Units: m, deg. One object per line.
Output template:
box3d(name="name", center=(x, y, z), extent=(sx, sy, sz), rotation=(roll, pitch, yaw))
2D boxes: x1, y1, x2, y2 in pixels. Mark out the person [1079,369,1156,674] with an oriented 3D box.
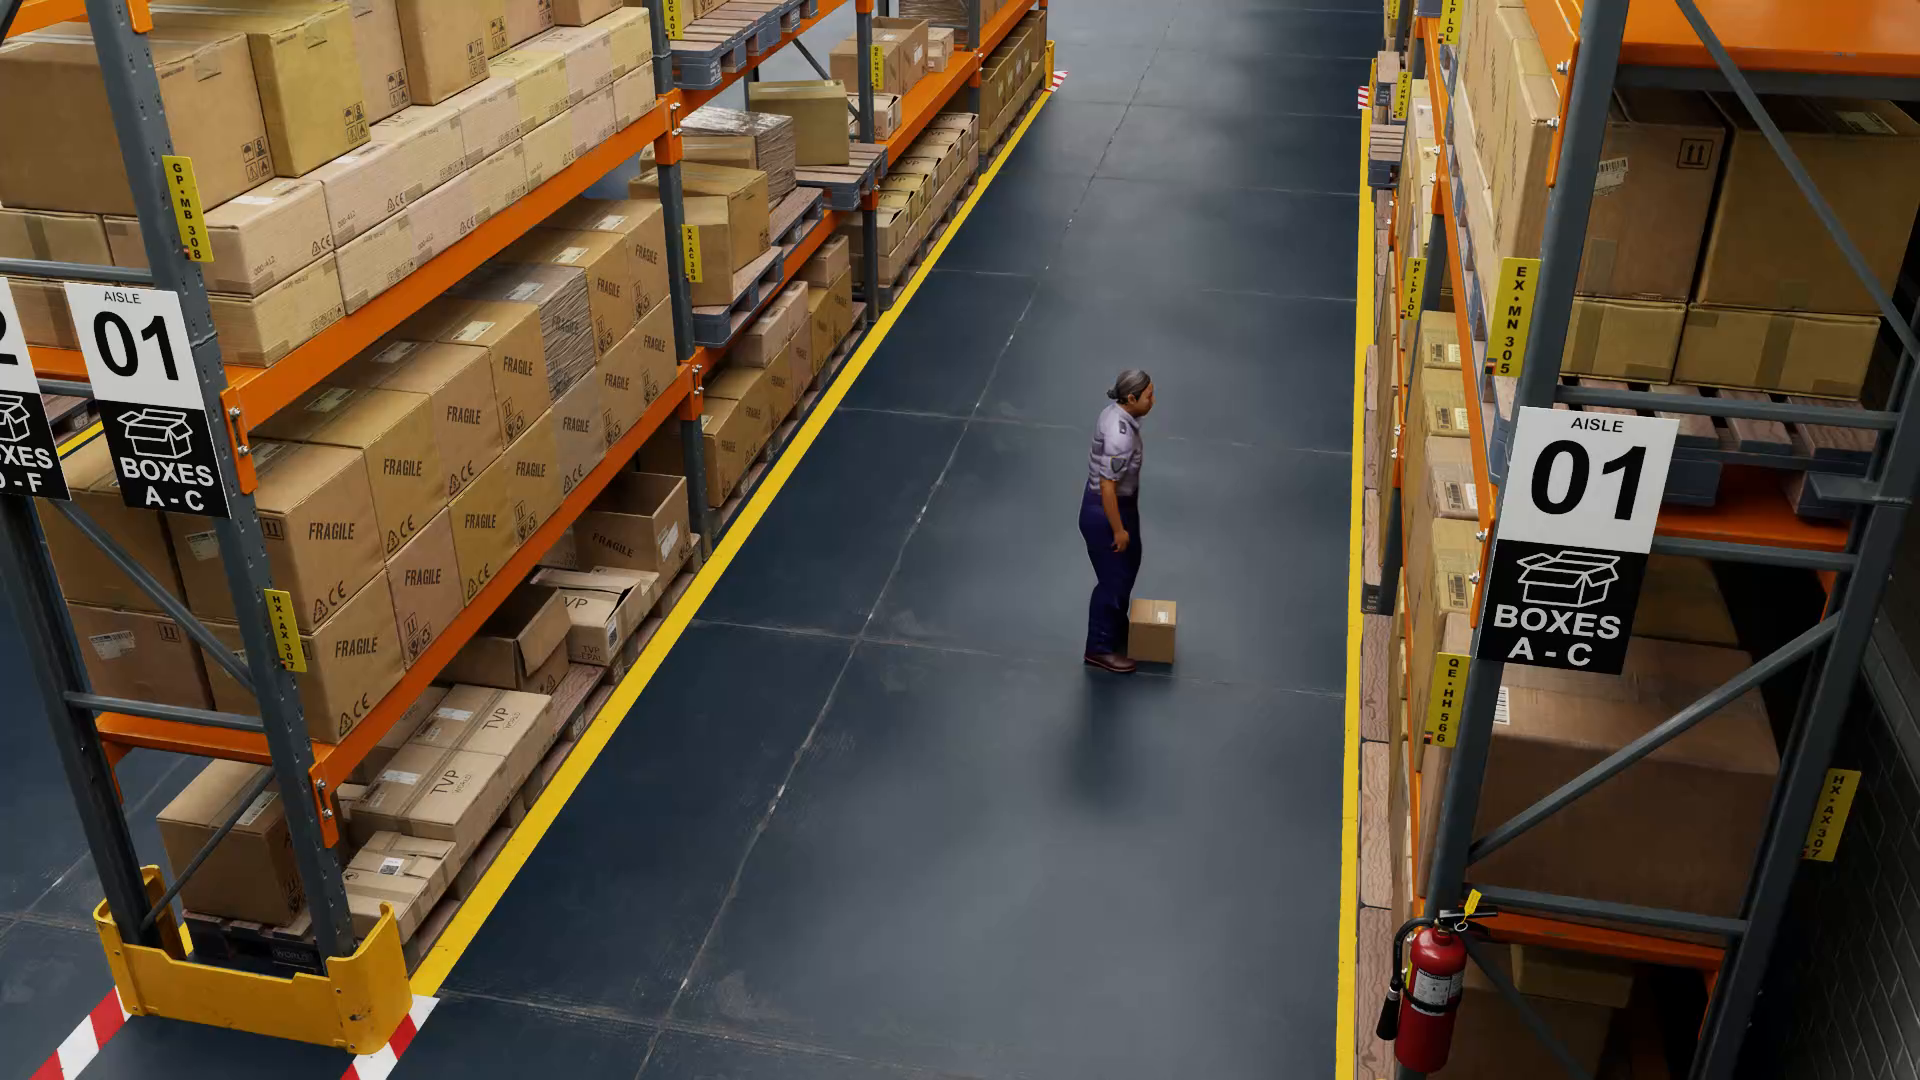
box3d(name="person", center=(0.852, -0.134, 8.862), extent=(0.421, 1.652, 0.564), rotation=(4, 29, 8))
